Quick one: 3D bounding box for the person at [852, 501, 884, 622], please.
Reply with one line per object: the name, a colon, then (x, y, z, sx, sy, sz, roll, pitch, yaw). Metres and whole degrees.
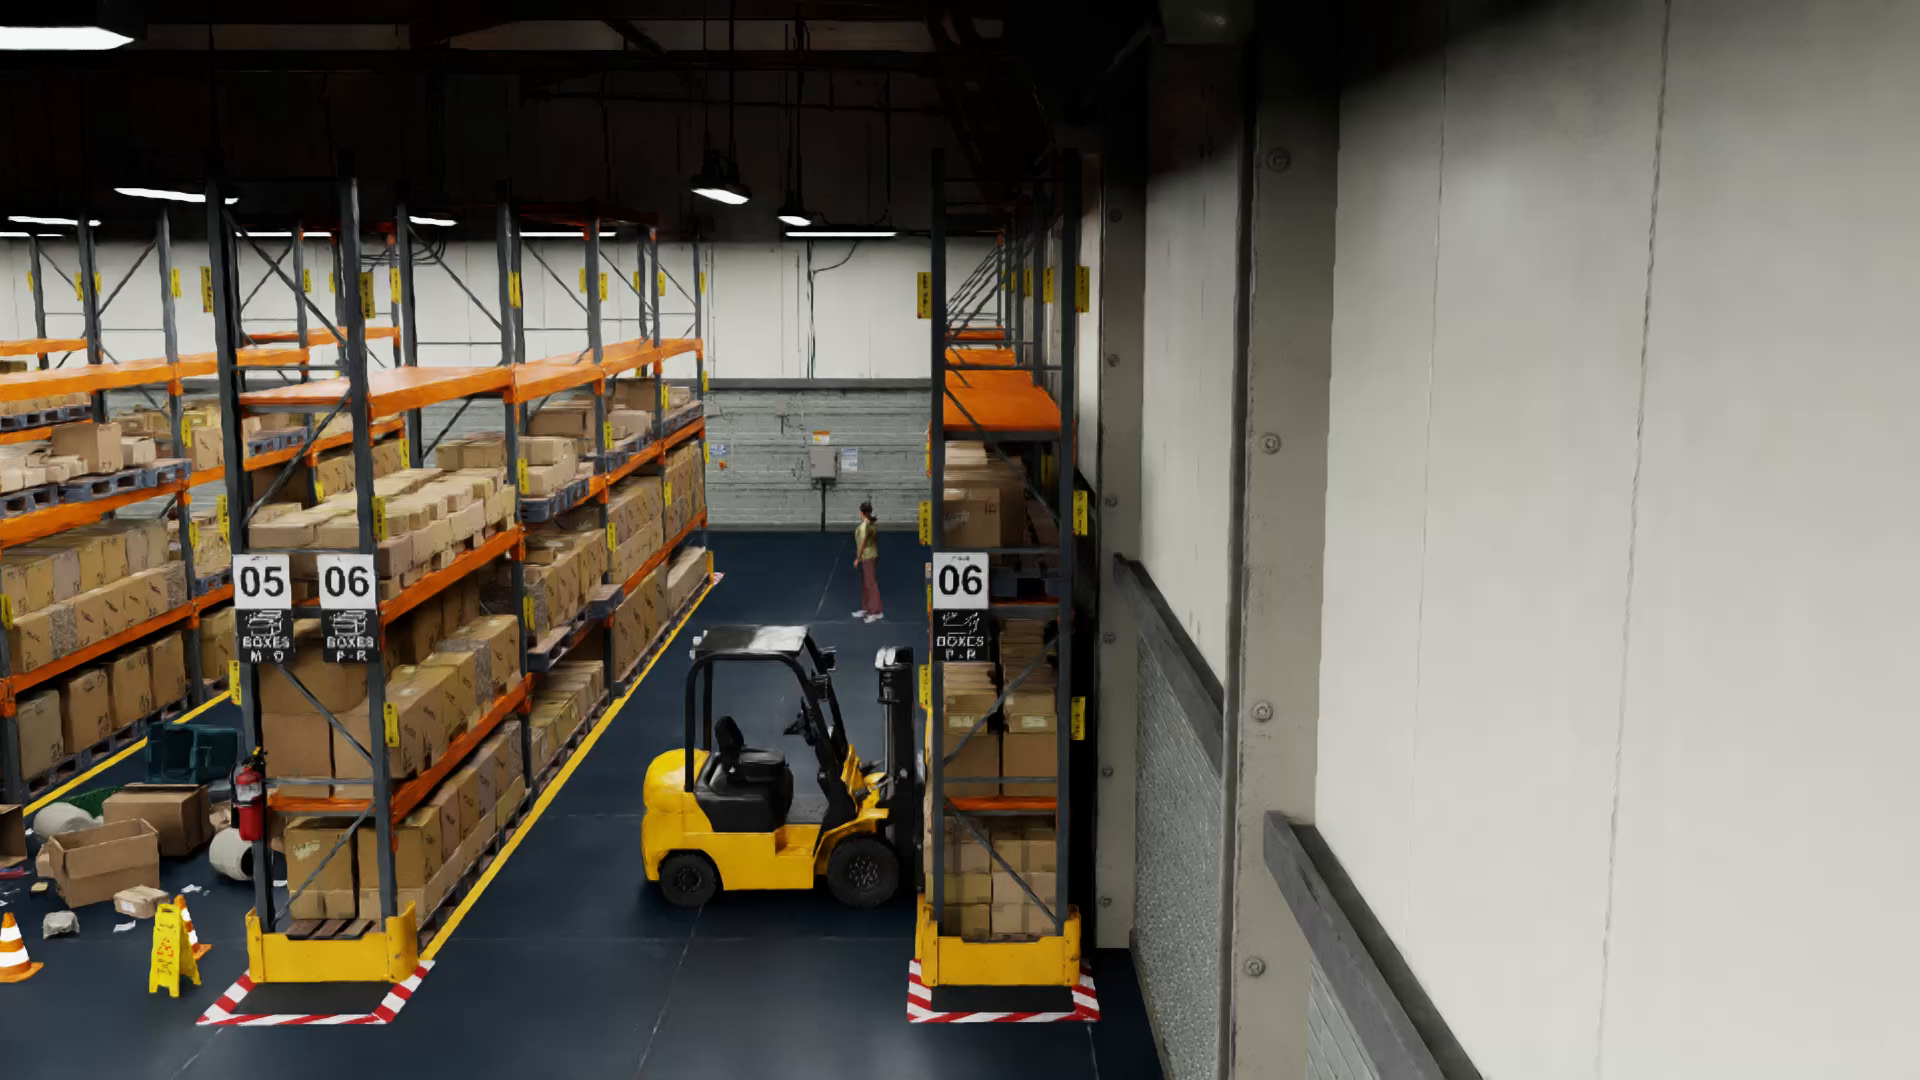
person: (-1.309, 0.289, 23.633, 0.518, 1.699, 0.504, 3, 9, 15)
